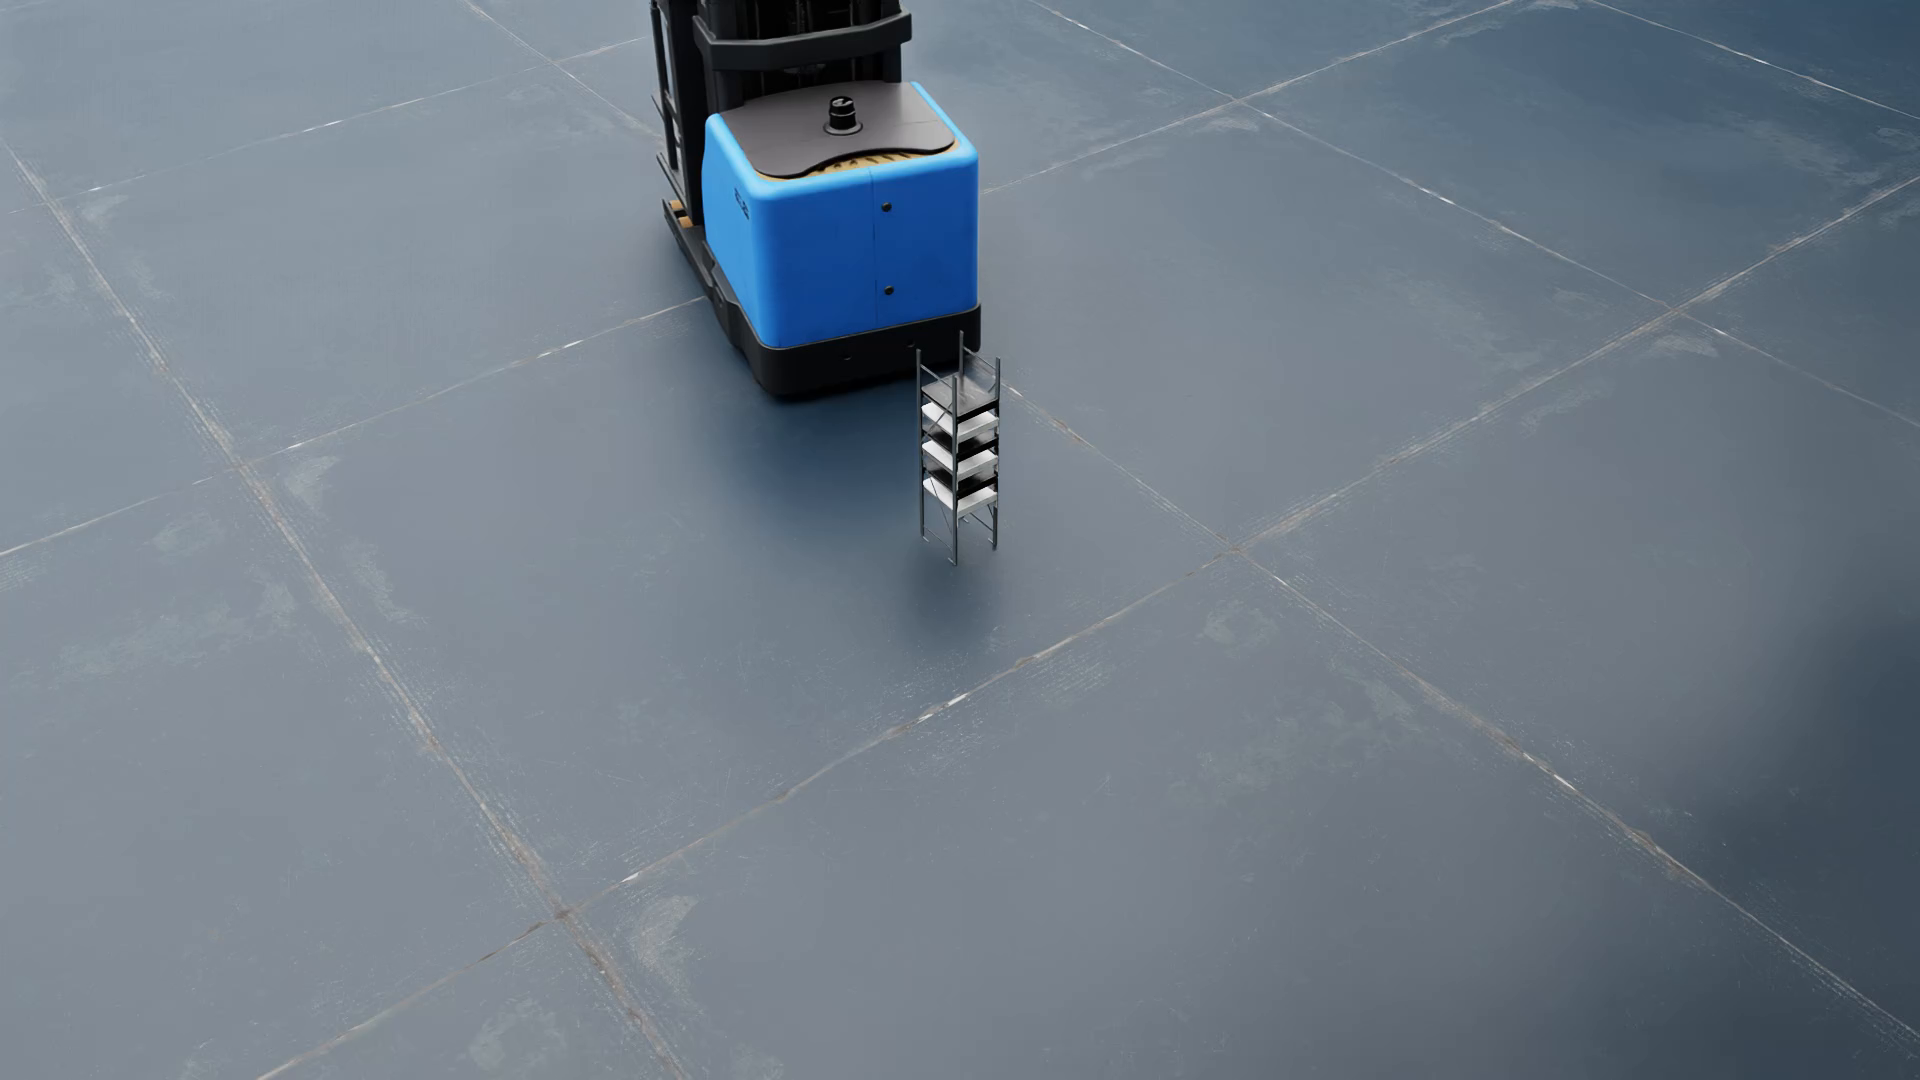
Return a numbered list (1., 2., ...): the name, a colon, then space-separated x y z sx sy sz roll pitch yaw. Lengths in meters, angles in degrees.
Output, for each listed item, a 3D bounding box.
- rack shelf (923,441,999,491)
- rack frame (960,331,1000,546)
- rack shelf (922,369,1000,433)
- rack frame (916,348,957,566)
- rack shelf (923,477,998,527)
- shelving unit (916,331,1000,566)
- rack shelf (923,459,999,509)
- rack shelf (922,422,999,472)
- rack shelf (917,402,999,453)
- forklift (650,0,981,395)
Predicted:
1. rack shelf: -0.006 -0.319 6.482 0.200 0.077 0.258 -26 46 -28
2. rack frame: 0.074 -0.384 6.509 0.006 0.900 0.240 -26 46 -28
3. rack shelf: -0.006 -0.528 6.311 0.200 0.077 0.258 -26 46 -28
4. rack frame: -0.087 -0.305 6.413 0.006 0.900 0.240 -26 46 -28
5. rack shelf: -0.006 -0.180 6.596 0.200 0.077 0.258 -26 46 -28
6. shelving unit: -0.006 -0.345 6.461 0.210 0.900 0.258 -26 46 -28
7. rack shelf: -0.006 -0.249 6.539 0.200 0.077 0.258 -26 46 -28
8. rack shelf: -0.006 -0.389 6.425 0.200 0.077 0.258 -26 46 -28
9. rack shelf: -0.006 -0.458 6.368 0.200 0.077 0.258 -26 46 -28
10. forklift: -0.908 -2.722 7.757 1.130 2.935 3.031 -14 41 -16
